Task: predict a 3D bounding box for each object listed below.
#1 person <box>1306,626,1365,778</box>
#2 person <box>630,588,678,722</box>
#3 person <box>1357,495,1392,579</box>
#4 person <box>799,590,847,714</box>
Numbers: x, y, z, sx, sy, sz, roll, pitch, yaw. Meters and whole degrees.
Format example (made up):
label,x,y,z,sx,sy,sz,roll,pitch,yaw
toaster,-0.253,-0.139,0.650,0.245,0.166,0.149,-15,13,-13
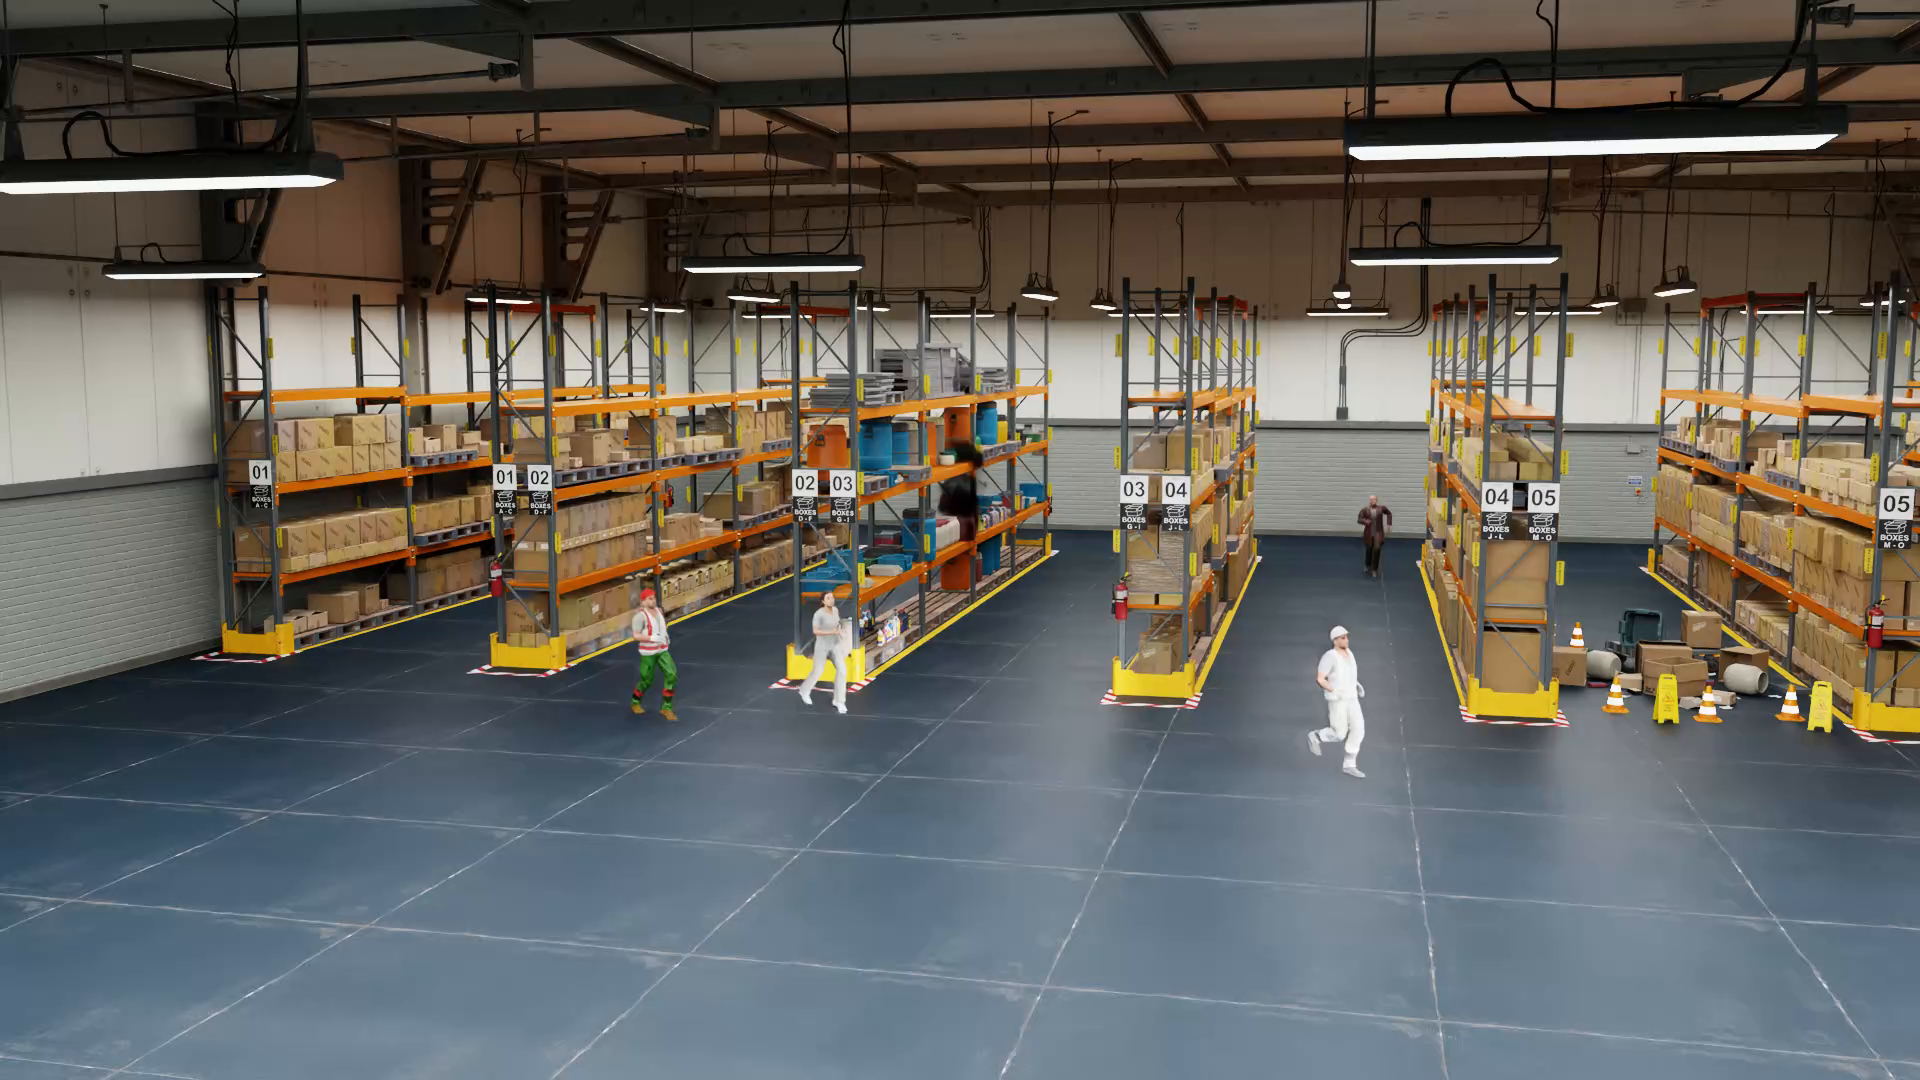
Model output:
label,x,y,z,sx,sy,sz,roll,pitch,yaw
person,4.500,1.887,19.711,0.668,1.754,0.825,-5,8,-36
person,-4.156,1.547,22.522,0.813,1.812,0.665,6,9,42
person,9.147,-0.090,36.714,0.733,1.834,0.984,2,7,18
person,-1.872,1.524,23.112,0.575,1.706,0.894,-5,8,-38
